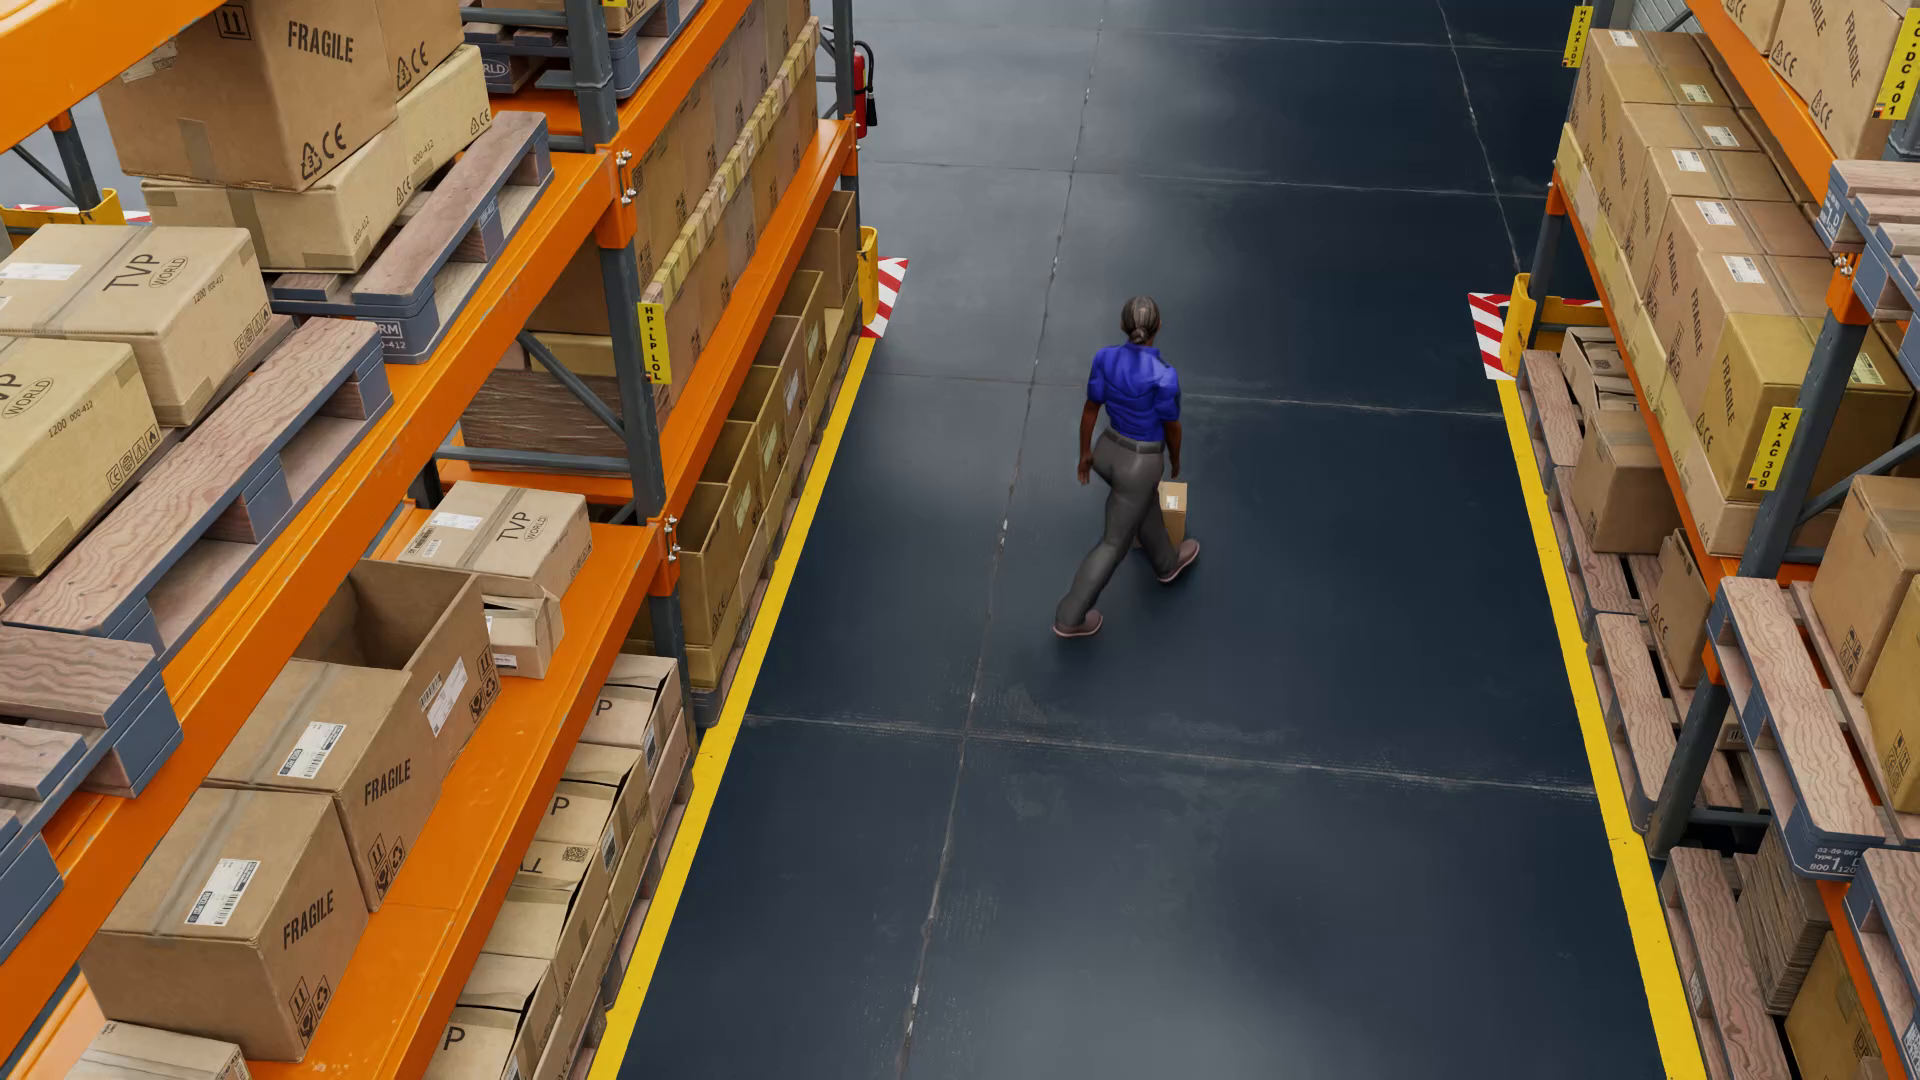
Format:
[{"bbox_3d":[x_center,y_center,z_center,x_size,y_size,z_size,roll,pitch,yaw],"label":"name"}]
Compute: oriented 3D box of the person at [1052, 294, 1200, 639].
[{"bbox_3d":[0.763,-0.371,7.567,1.029,1.602,0.433,-25,43,-30],"label":"person"}]
